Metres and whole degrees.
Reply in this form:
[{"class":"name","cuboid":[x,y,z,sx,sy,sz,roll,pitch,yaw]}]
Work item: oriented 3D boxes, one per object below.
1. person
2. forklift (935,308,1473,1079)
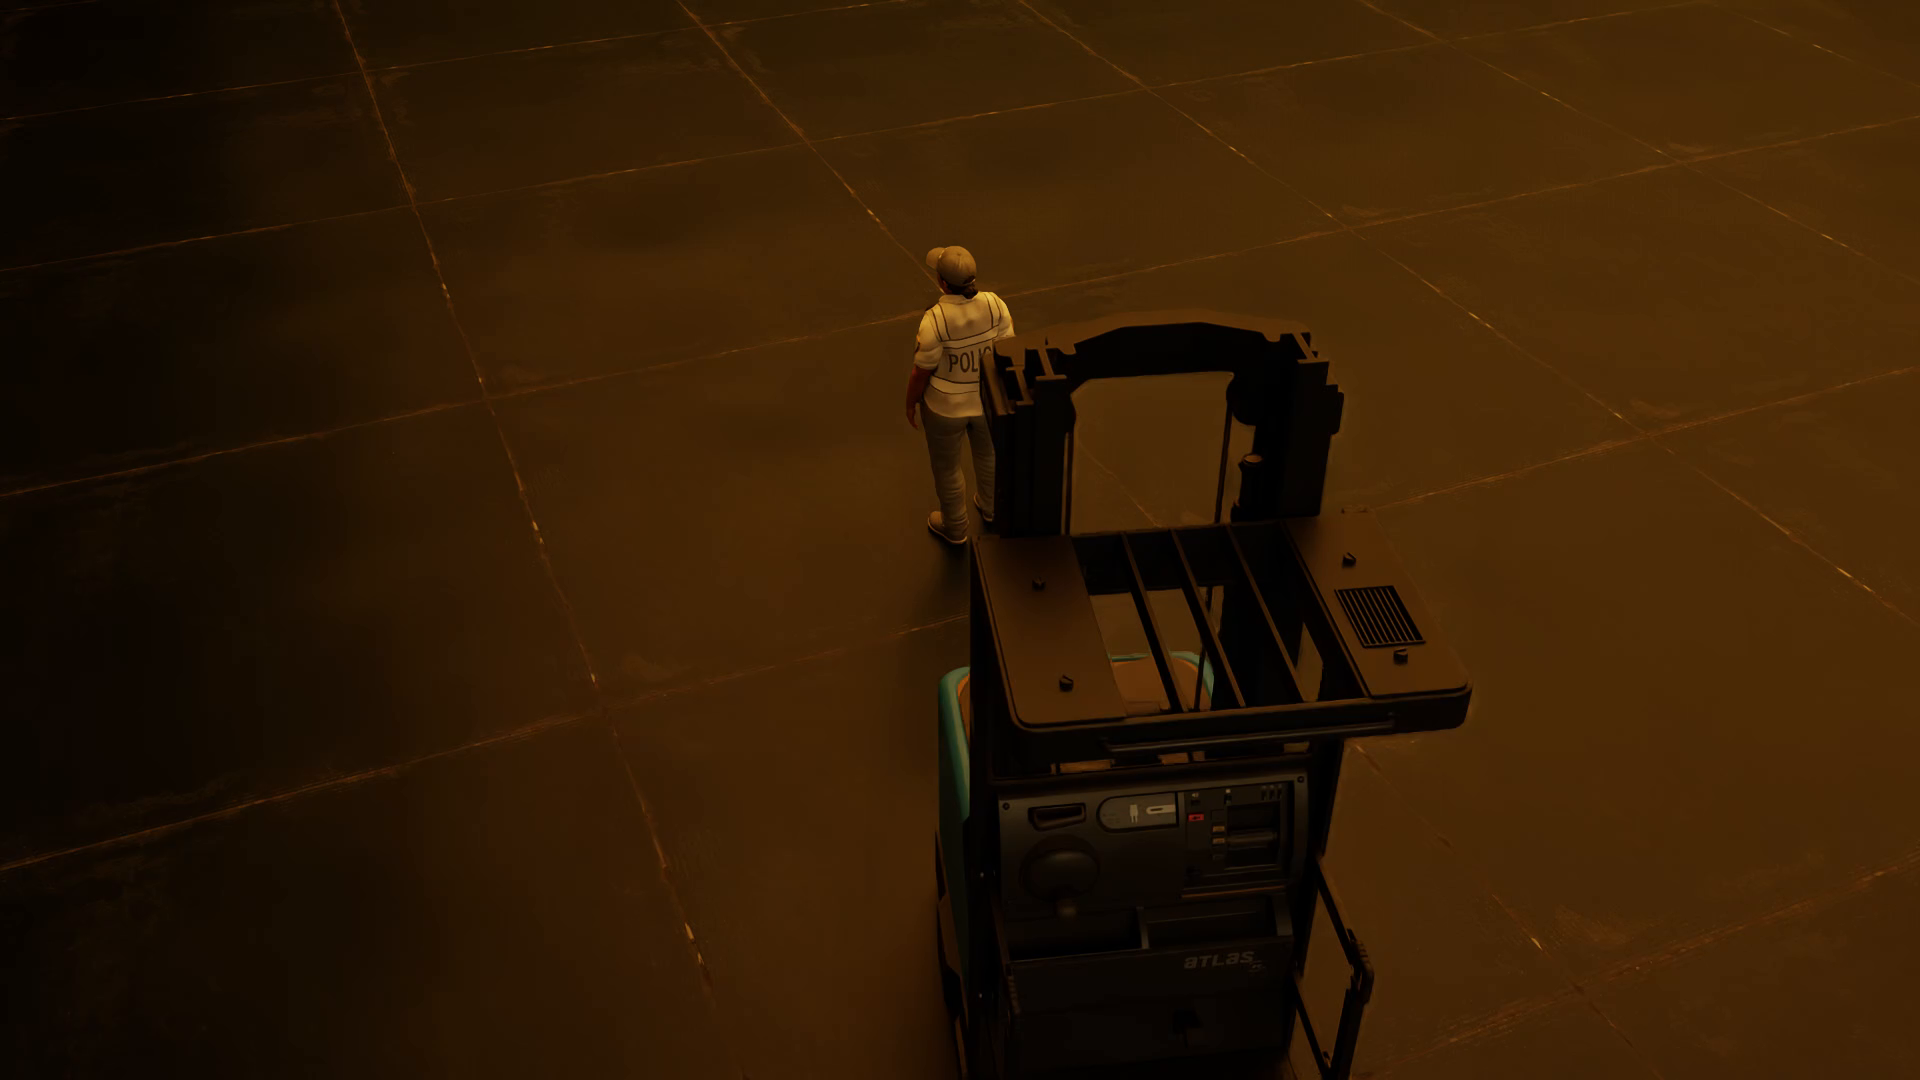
[{"class":"person","cuboid":[-0.009,-0.731,8.206,0.598,1.670,0.529,-14,38,-19]},{"class":"forklift","cuboid":[0.603,0.963,4.745,1.130,2.935,3.031,-4,36,-6]}]
